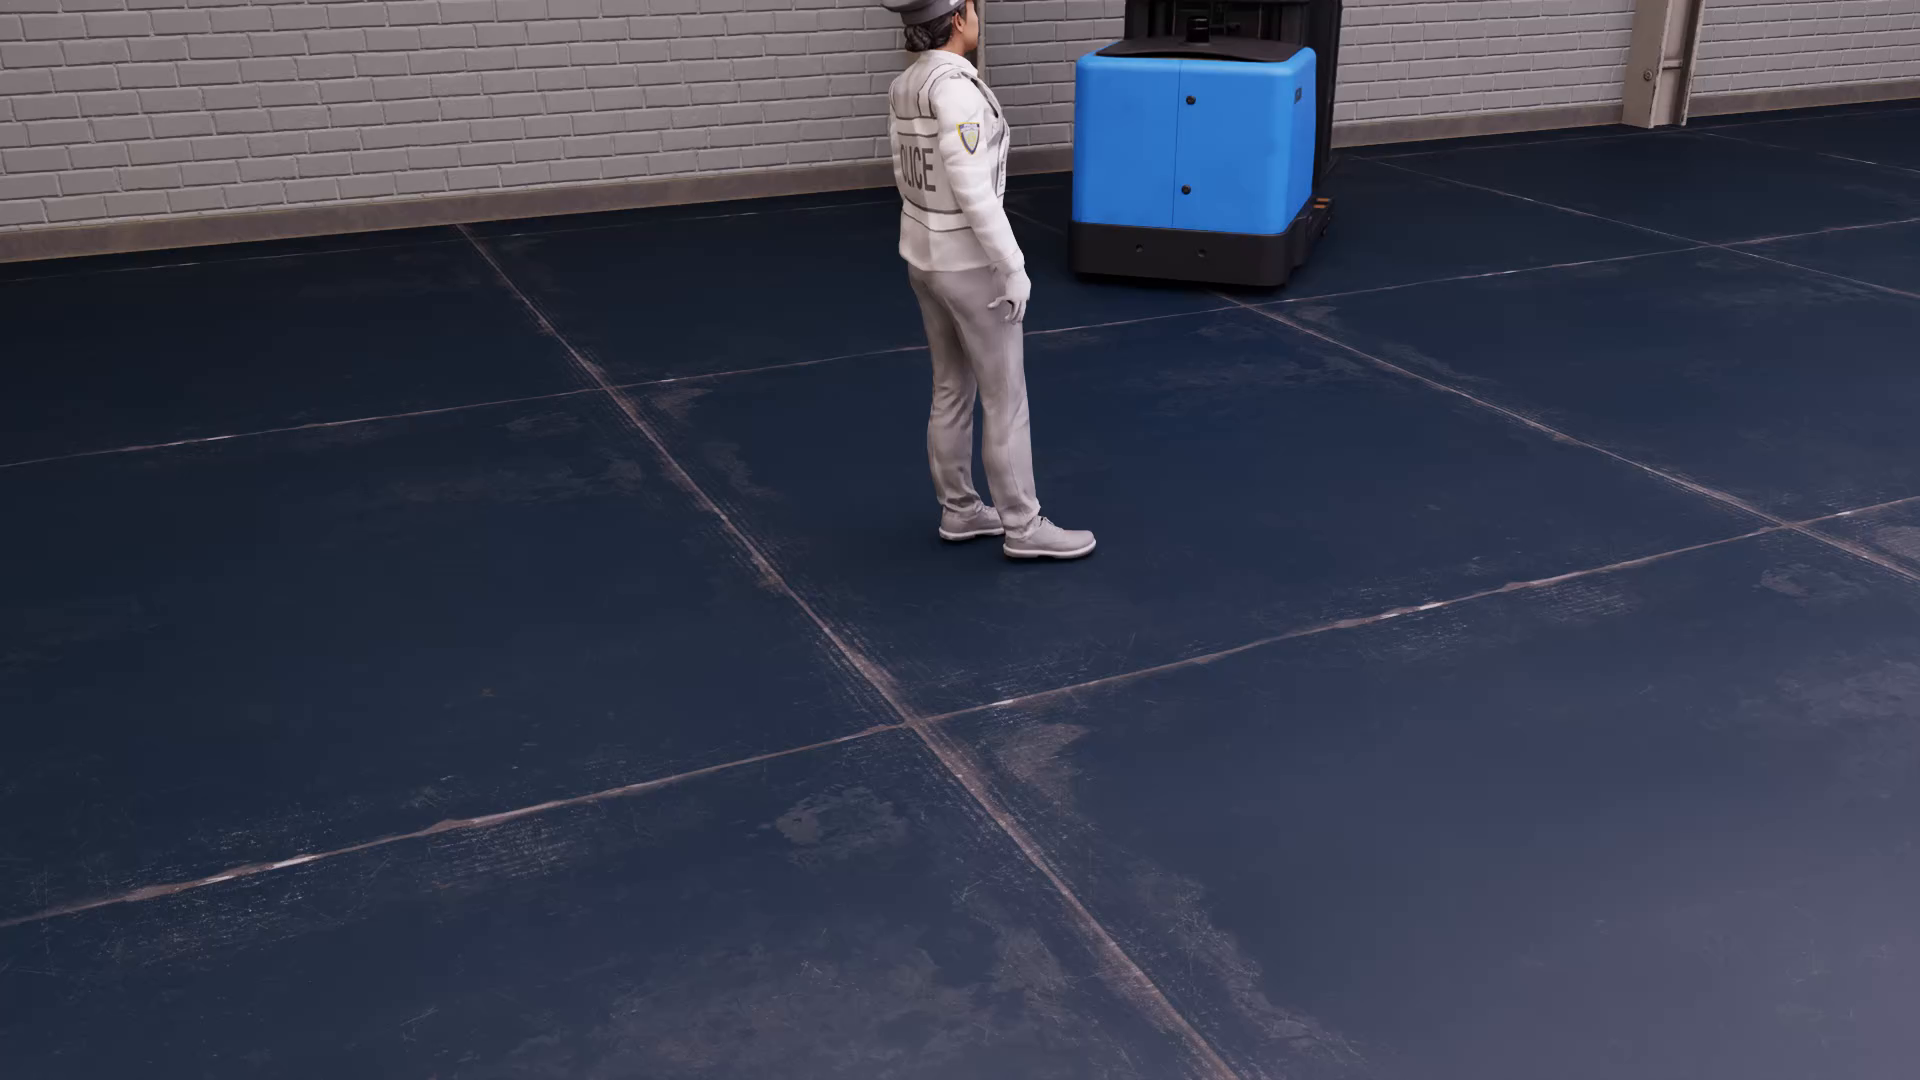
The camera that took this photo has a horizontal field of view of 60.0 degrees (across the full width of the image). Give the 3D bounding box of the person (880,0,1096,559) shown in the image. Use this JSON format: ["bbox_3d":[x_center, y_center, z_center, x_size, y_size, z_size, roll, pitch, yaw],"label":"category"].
[{"bbox_3d":[0.064,-0.798,4.800,0.534,1.696,0.587,-10,25,-23],"label":"person"}]

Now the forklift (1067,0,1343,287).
[{"bbox_3d":[1.472,-3.076,8.691,1.130,2.935,3.031,7,24,17],"label":"forklift"}]
